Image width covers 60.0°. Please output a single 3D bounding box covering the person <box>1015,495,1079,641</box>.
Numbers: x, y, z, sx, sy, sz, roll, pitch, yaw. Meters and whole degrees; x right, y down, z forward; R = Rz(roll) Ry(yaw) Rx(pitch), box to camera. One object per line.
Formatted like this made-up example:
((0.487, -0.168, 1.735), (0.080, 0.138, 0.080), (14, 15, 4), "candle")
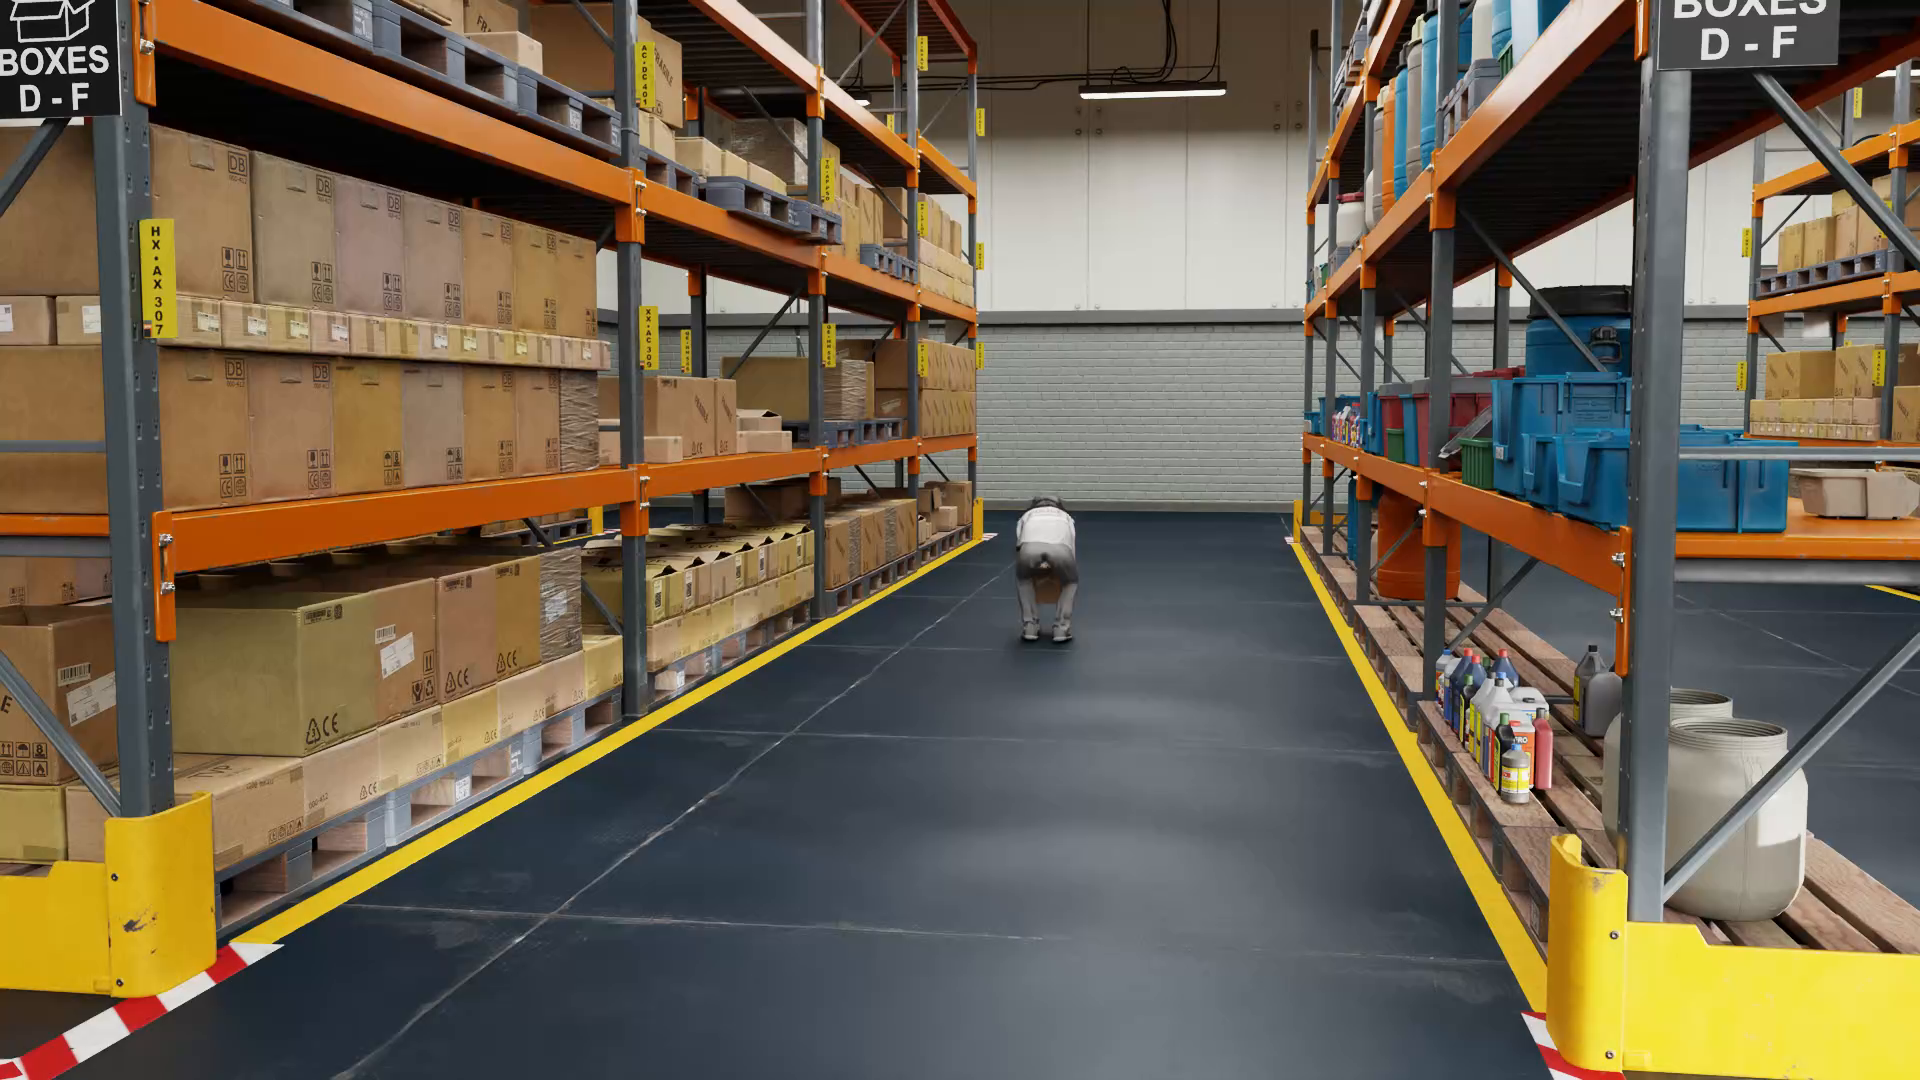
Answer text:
((0.613, 0.195, 11.708), (0.452, 0.989, 0.916), (0, 5, 6), "person")
